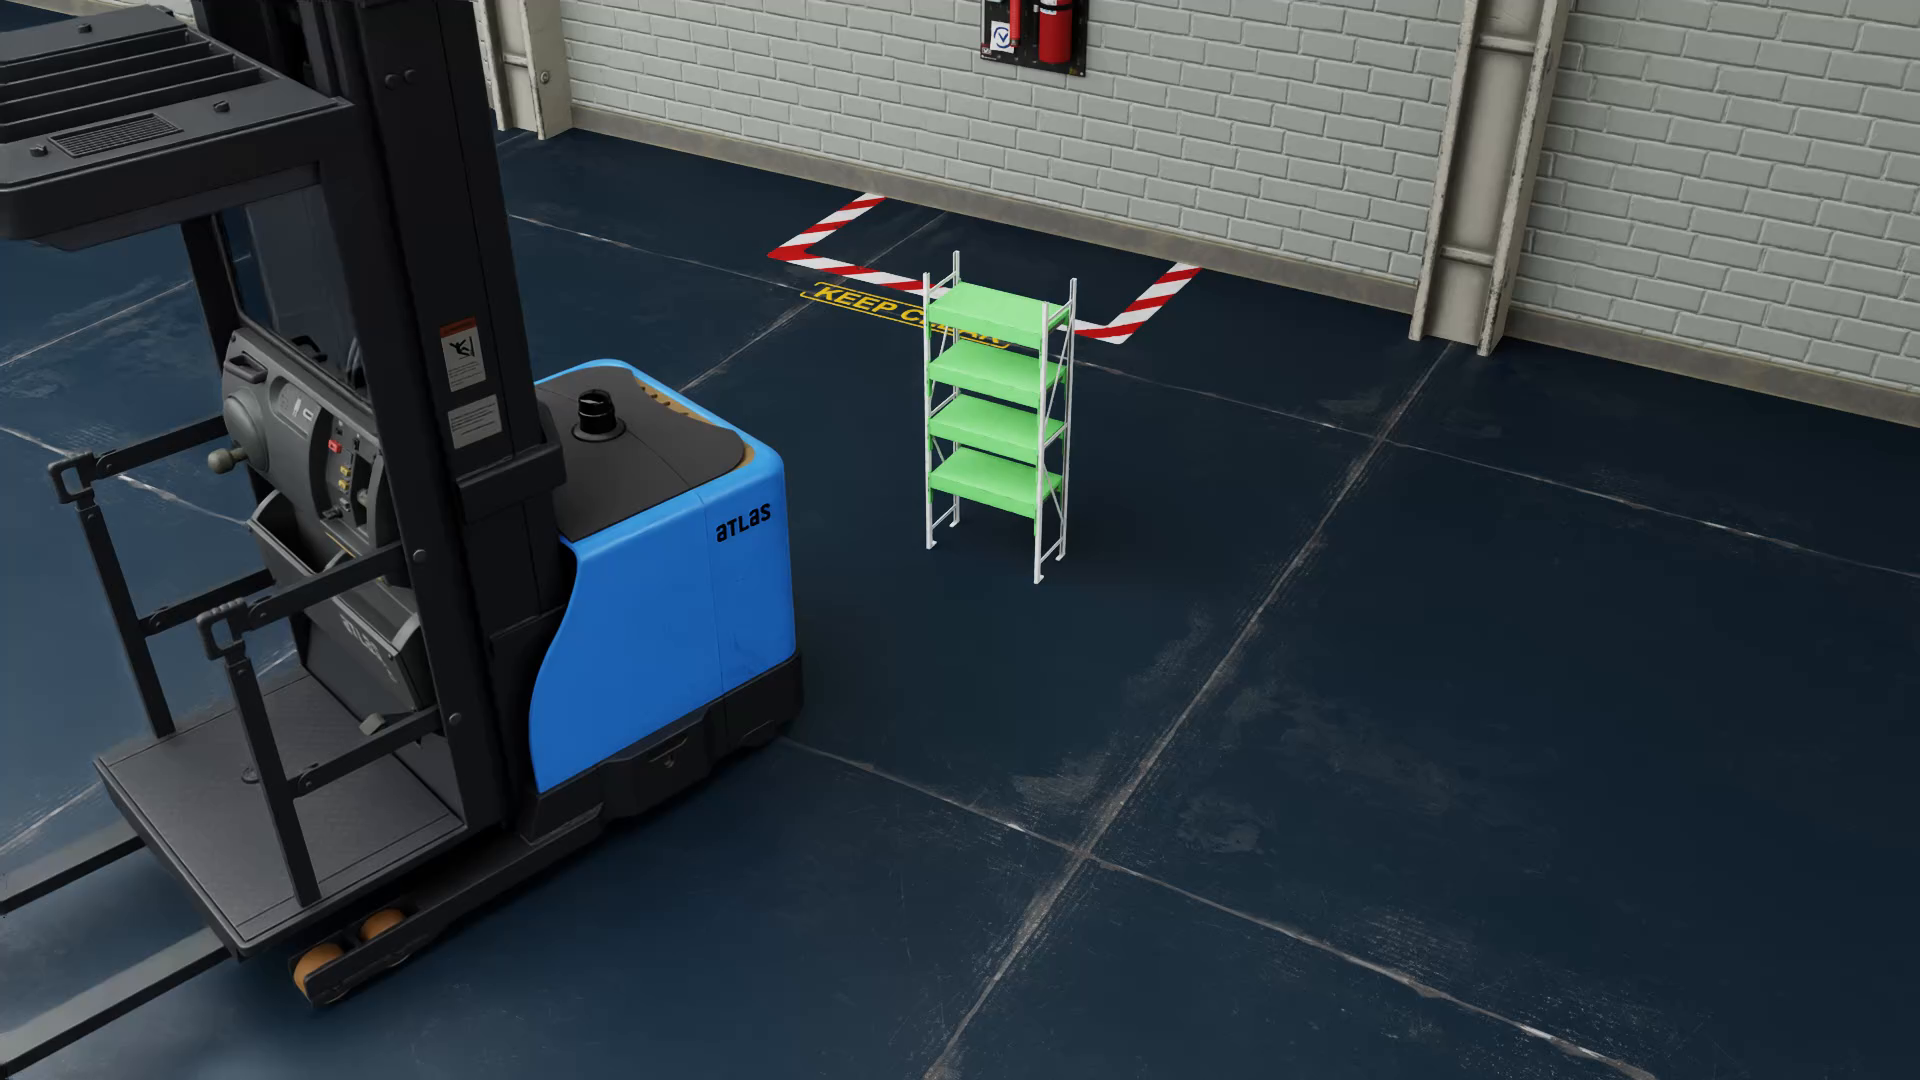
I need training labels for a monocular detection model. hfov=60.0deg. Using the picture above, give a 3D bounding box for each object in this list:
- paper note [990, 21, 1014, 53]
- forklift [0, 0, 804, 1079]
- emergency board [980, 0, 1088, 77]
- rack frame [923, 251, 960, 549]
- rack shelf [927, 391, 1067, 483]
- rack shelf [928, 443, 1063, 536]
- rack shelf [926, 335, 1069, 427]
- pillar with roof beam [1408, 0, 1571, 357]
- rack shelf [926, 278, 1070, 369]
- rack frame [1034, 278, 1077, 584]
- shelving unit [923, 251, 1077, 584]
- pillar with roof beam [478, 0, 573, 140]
[{"bbox_3d":[0.227,-2.681,8.865,0.142,0.148,0.016,18,37,24],"label":"paper note"},{"bbox_3d":[-1.952,-0.222,4.439,3.031,2.935,1.130,-28,43,-35],"label":"forklift"},{"bbox_3d":[0.346,-2.966,8.498,0.643,1.169,0.194,18,37,24],"label":"emergency board"},{"bbox_3d":[-0.068,-0.521,6.450,0.015,1.200,0.240,18,37,24],"label":"rack frame"},{"bbox_3d":[0.144,-0.401,6.384,0.480,0.148,0.258,18,37,24],"label":"rack shelf"},{"bbox_3d":[0.144,-0.201,6.518,0.480,0.148,0.258,18,37,24],"label":"rack shelf"},{"bbox_3d":[0.144,-0.600,6.251,0.480,0.148,0.258,18,37,24],"label":"rack shelf"},{"bbox_3d":[0.337,-2.693,2.676,0.400,9.000,9.100,18,37,24],"label":"pillar with roof beam"},{"bbox_3d":[0.144,-0.800,6.118,0.480,0.148,0.258,18,37,24],"label":"rack shelf"},{"bbox_3d":[0.356,-0.387,6.248,0.015,1.200,0.240,18,37,24],"label":"rack frame"},{"bbox_3d":[0.144,-0.454,6.349,0.503,1.200,0.258,18,37,24],"label":"shelving unit"},{"bbox_3d":[-4.872,-4.343,5.154,0.400,9.000,9.100,18,37,24],"label":"pillar with roof beam"}]
